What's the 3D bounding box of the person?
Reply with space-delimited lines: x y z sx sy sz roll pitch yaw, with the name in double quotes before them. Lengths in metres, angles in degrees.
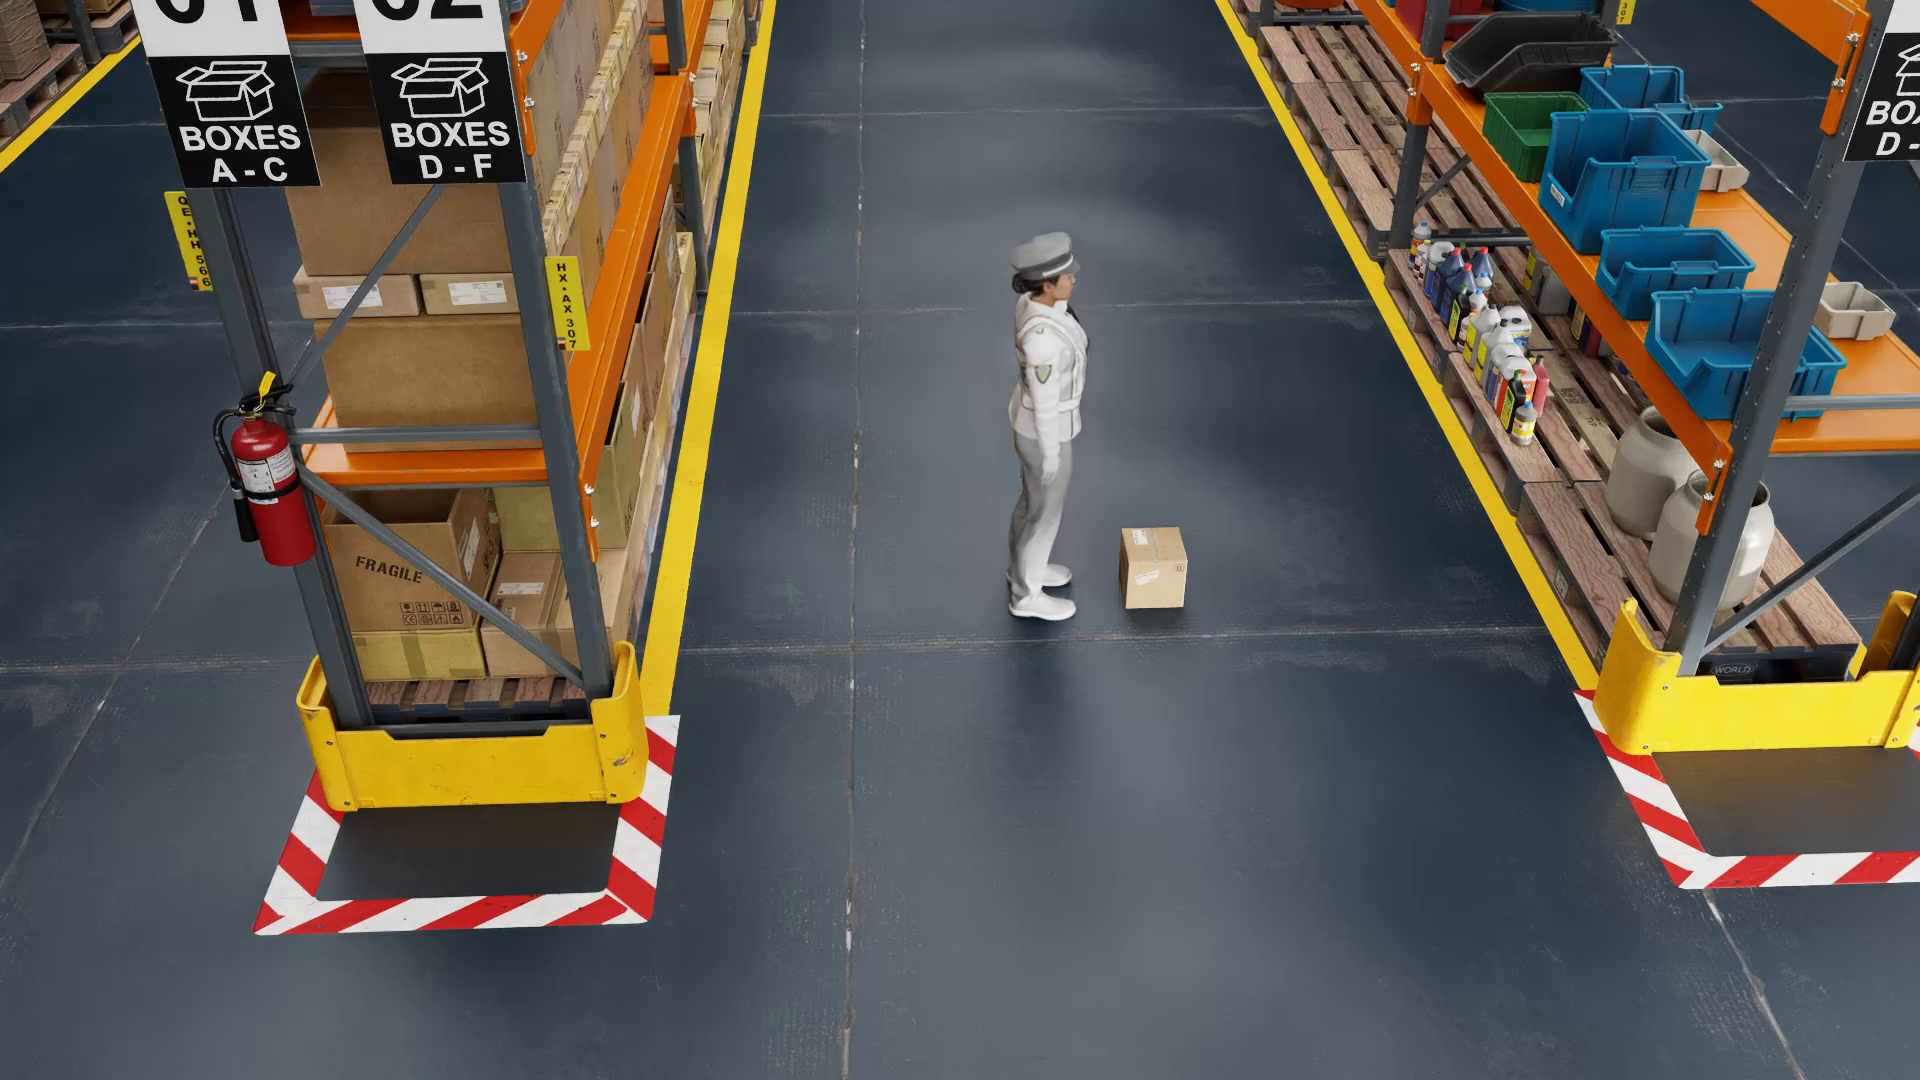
"person" 0.353 -0.456 6.773 0.345 1.686 0.467 -1 35 -1
